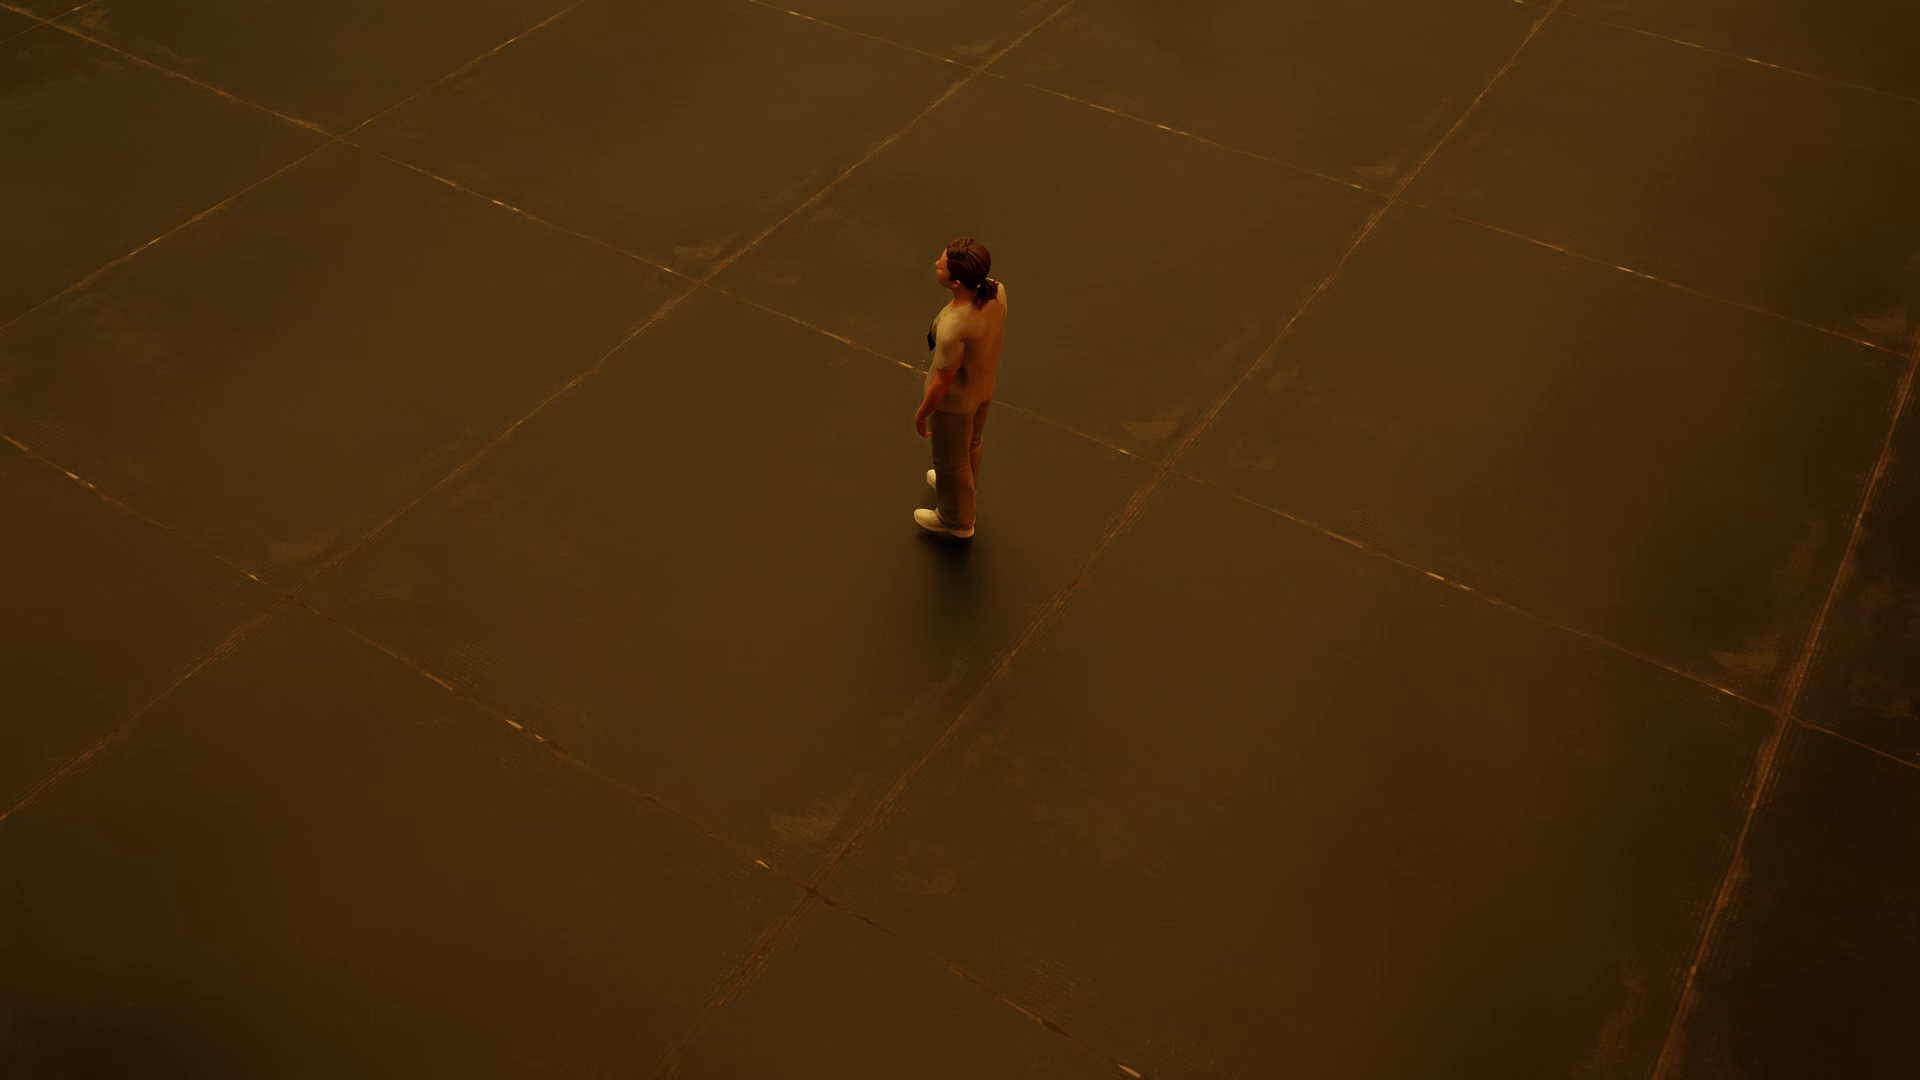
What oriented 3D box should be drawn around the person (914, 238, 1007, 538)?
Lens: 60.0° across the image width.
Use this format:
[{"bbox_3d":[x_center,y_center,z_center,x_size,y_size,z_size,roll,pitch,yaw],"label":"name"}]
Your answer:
[{"bbox_3d":[-0.055,-0.674,7.410,0.547,1.662,0.549,24,48,23],"label":"person"}]
